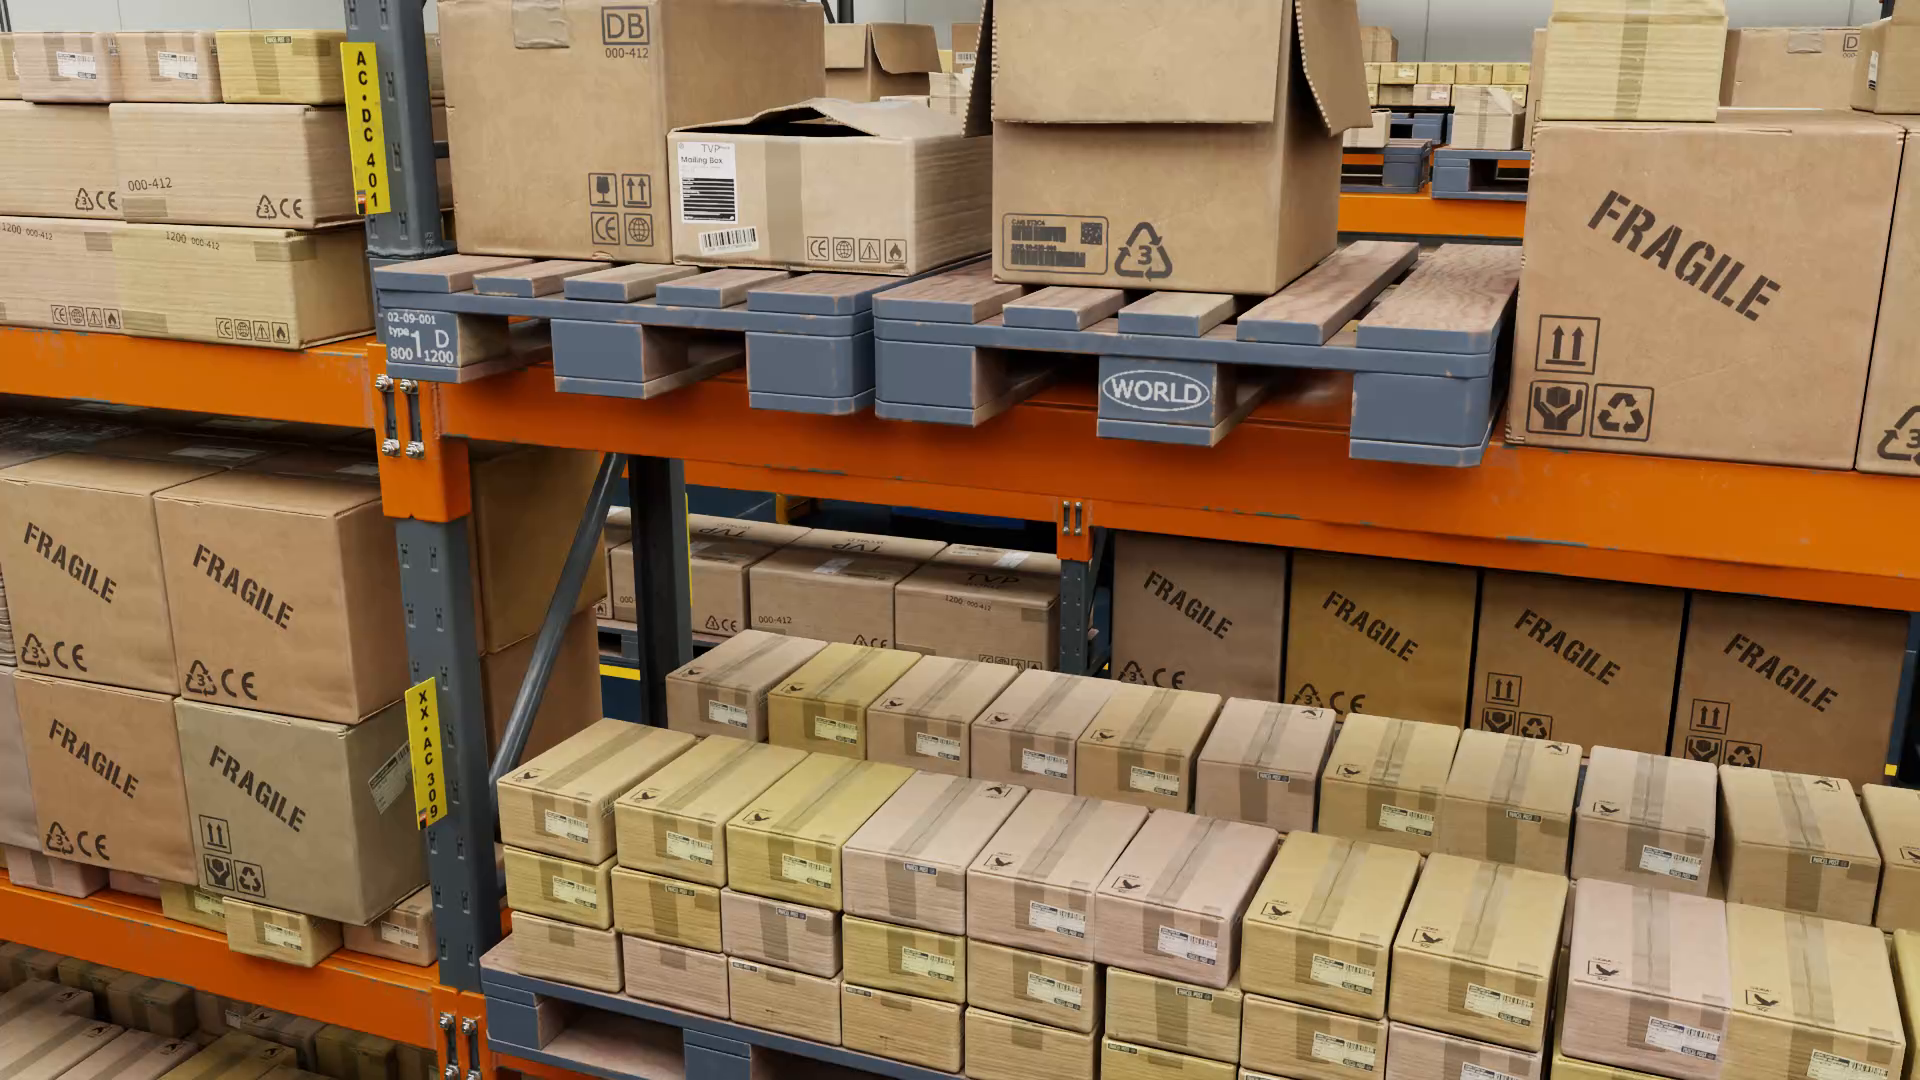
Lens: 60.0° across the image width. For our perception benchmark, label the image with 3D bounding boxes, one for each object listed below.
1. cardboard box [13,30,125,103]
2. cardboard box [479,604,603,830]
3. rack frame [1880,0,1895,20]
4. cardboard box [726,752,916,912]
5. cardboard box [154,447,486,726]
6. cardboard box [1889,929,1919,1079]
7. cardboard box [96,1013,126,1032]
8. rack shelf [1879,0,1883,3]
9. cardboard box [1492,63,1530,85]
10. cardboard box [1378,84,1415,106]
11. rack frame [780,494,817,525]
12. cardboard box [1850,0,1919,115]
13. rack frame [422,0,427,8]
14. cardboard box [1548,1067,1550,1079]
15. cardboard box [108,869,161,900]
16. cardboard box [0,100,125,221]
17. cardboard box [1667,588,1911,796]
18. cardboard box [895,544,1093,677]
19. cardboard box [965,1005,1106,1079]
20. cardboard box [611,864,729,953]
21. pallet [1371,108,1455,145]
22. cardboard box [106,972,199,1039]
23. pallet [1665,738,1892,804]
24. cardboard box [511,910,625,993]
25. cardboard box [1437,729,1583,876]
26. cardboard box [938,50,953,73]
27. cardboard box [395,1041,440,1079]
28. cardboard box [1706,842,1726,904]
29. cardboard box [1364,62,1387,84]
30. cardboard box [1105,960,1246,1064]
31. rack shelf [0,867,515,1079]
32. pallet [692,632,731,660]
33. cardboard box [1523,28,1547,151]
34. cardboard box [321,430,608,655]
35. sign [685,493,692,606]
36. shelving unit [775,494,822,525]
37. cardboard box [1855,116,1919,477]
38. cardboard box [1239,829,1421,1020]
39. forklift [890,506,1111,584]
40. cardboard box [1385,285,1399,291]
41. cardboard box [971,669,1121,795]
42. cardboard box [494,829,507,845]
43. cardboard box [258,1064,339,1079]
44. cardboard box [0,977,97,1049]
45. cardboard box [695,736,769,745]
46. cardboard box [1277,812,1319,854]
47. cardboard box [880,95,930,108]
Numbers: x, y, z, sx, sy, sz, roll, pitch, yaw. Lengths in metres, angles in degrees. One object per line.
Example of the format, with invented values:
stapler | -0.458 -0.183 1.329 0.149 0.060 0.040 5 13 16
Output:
cardboard box | -1.855 -1.059 3.717 0.250 0.149 0.380 6 17 21
cardboard box | -1.340 0.434 4.585 0.500 0.500 0.500 6 17 20
rack frame | 6.290 -4.313 10.889 0.127 3.000 1.000 6 17 21
cardboard box | -0.275 0.588 3.400 0.250 0.149 0.380 6 17 21
cardboard box | -1.508 0.092 3.971 0.500 0.500 0.500 6 17 19
cardboard box | 1.649 0.799 2.671 0.250 0.149 0.380 7 18 22
cardboard box | -2.628 1.491 5.486 0.250 0.149 0.380 6 17 21
rack shelf | 4.429 -3.980 11.750 4.000 0.370 1.077 6 17 21
cardboard box | 3.909 -3.295 11.748 0.250 0.149 0.380 6 17 21
cardboard box | 3.200 -3.241 12.095 0.250 0.149 0.380 6 17 21
rack frame | -1.232 -0.887 12.540 0.032 1.500 0.500 7 18 24
cardboard box | 1.743 -0.888 2.918 0.258 0.266 0.396 6 17 21
rack frame | -2.970 -3.843 9.272 0.127 3.000 1.000 6 17 21
cardboard box | 1.171 1.032 2.935 0.250 0.149 0.380 5 17 18
cardboard box | -2.044 0.808 4.461 0.250 0.149 0.380 6 17 19
cardboard box | -1.974 -0.905 3.904 0.500 0.250 0.500 6 17 18
cardboard box | 3.860 0.582 7.845 0.875 0.875 0.875 6 17 20
cardboard box | 0.206 0.383 9.315 0.875 0.438 0.875 6 17 20
cardboard box | 0.188 0.925 3.305 0.250 0.149 0.380 5 17 18
cardboard box | -0.532 0.703 3.537 0.250 0.149 0.380 6 17 20
pallet | 3.150 -3.106 12.450 1.003 0.211 1.213 6 17 21
cardboard box | -2.445 1.403 5.255 0.250 0.149 0.380 6 17 18
pallet | 3.766 1.095 8.024 1.213 0.211 1.003 6 17 21
cardboard box | -0.774 0.819 3.668 0.250 0.149 0.380 5 17 18
cardboard box | 1.168 0.552 3.523 0.250 0.149 0.380 7 18 22
cardboard box | 0.107 -3.786 13.294 0.500 0.250 0.500 6 17 20
cardboard box | -1.450 1.490 4.954 0.250 0.149 0.380 7 18 23
cardboard box | 1.636 0.745 3.390 0.250 0.149 0.380 6 17 21
cardboard box | 2.960 -3.400 12.110 0.250 0.149 0.380 7 17 22
cardboard box | 0.449 0.810 3.169 0.250 0.149 0.380 6 17 20
rack shelf | -2.832 0.882 5.046 4.000 0.370 1.077 6 17 21
pallet | -1.067 0.563 9.854 1.213 0.211 1.003 6 17 21
cardboard box | 2.726 -1.939 7.161 0.500 0.500 0.500 6 17 21
cardboard box | -1.302 -0.039 4.423 0.500 0.500 0.500 7 17 22
sign | -0.771 0.041 4.577 0.005 0.325 0.100 6 17 21
shelving unit | -0.778 -0.829 12.339 1.083 1.500 0.587 7 18 24
cardboard box | 1.655 -0.379 2.538 0.500 0.500 0.500 6 17 21
cardboard box | 0.682 0.692 3.039 0.250 0.149 0.380 7 18 22
forklift | 1.061 -1.255 11.241 3.031 2.935 1.130 7 18 24
cardboard box | 2.207 -0.993 8.241 0.500 0.500 0.500 7 18 22
cardboard box | 0.208 0.446 3.889 0.250 0.149 0.380 6 17 20
cardboard box | -1.115 0.748 4.668 0.250 0.149 0.380 7 18 23
cardboard box | -1.884 1.614 4.526 0.250 0.149 0.380 6 17 20
cardboard box | -2.829 1.486 4.969 0.250 0.149 0.380 6 17 21
cardboard box | -0.529 0.507 4.212 0.250 0.149 0.380 7 18 22
cardboard box | 0.699 0.640 3.751 0.250 0.149 0.380 6 17 21
cardboard box | -0.207 -2.132 8.276 0.250 0.149 0.380 7 17 22
